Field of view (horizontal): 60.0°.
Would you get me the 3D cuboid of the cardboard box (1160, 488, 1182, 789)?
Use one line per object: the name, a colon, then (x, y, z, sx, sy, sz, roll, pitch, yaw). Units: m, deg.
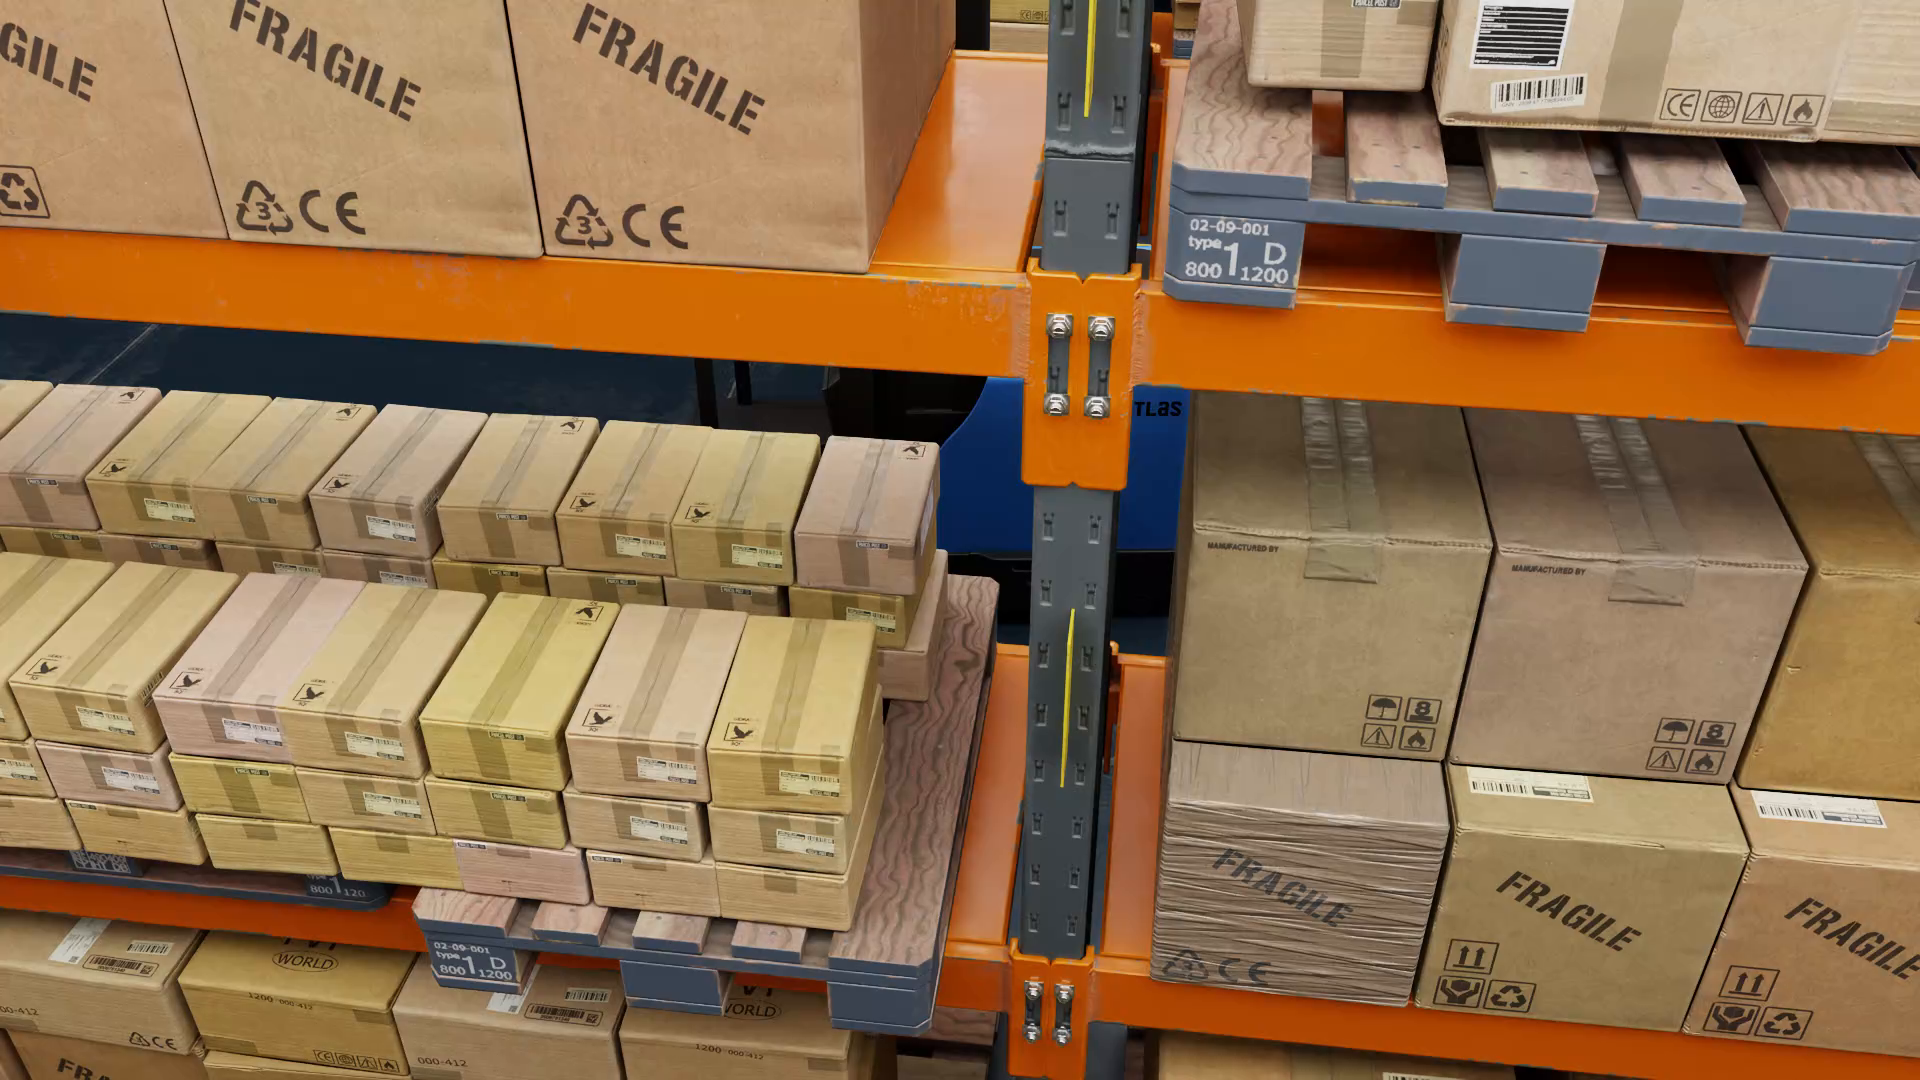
cardboard box: (0.725, 0.237, 3.750, 0.500, 0.500, 0.500, 4, 36, 6)

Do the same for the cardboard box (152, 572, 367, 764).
cardboard box: (-1.312, 0.238, 3.177, 0.250, 0.149, 0.380, 4, 36, 6)

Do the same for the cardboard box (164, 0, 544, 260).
cardboard box: (-0.852, -0.788, 2.604, 0.500, 0.500, 0.500, 4, 36, 6)

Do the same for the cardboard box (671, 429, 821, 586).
cardboard box: (-0.456, -0.076, 3.617, 0.250, 0.149, 0.380, 3, 36, 5)

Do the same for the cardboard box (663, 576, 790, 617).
cardboard box: (-0.479, 0.039, 3.712, 0.250, 0.149, 0.380, 6, 36, 8)

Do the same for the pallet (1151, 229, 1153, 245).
pallet: (1.550, -1.267, 8.343, 1.213, 0.211, 1.003, 4, 36, 6)

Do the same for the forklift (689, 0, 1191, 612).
forklift: (-0.622, -1.186, 5.889, 3.031, 2.935, 1.130, -1, 36, -1)

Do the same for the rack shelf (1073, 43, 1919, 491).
rack shelf: (2.228, -0.381, 2.739, 4.000, 0.370, 1.077, 4, 36, 6)

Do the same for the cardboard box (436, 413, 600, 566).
cardboard box: (-0.961, -0.116, 3.674, 0.250, 0.149, 0.380, 3, 36, 4)

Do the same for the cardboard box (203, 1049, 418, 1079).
cardboard box: (-1.483, 1.277, 4.168, 0.500, 0.500, 0.500, 3, 36, 4)

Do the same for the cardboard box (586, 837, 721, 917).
cardboard box: (-0.549, 0.539, 3.267, 0.250, 0.149, 0.380, 4, 36, 6)

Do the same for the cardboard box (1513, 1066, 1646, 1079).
cardboard box: (1.705, 1.304, 3.916, 0.750, 0.750, 1.050, 5, 36, 7)

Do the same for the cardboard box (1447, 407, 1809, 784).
cardboard box: (1.190, 0.027, 3.183, 0.500, 0.500, 0.700, 4, 36, 5)

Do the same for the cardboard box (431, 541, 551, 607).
cardboard box: (-0.994, 0.003, 3.763, 0.250, 0.149, 0.380, 4, 36, 6)

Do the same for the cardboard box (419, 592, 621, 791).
cardboard box: (-0.809, 0.277, 3.122, 0.250, 0.149, 0.380, 5, 36, 7)

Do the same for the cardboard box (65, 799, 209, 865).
cardboard box: (-1.575, 0.461, 3.377, 0.250, 0.149, 0.380, 5, 36, 7)

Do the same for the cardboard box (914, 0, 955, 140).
cardboard box: (-0.288, -1.058, 2.982, 0.500, 0.500, 0.500, 4, 36, 6)

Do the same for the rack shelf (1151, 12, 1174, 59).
rack shelf: (2.758, -2.020, 7.617, 4.000, 0.370, 1.077, 4, 36, 6)

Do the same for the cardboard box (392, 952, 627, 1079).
cardboard box: (-0.970, 1.010, 3.898, 0.500, 0.250, 0.500, 5, 36, 7)

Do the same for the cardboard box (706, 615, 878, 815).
cardboard box: (-0.300, 0.316, 3.067, 0.250, 0.149, 0.380, 3, 36, 4)

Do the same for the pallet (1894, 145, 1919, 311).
pallet: (1.999, -0.647, 2.655, 1.213, 0.211, 1.003, 6, 36, 8)

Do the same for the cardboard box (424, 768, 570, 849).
cardboard box: (-0.830, 0.398, 3.208, 0.250, 0.149, 0.380, 5, 36, 7)

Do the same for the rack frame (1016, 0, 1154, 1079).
rack frame: (0.245, 0.399, 3.609, 0.127, 3.000, 1.000, 4, 36, 6)

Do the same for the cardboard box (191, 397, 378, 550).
cardboard box: (-1.493, -0.154, 3.726, 0.250, 0.149, 0.380, 5, 36, 7)

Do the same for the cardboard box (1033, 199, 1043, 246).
cardboard box: (0.100, -1.866, 8.249, 0.875, 0.875, 0.875, 4, 36, 6)

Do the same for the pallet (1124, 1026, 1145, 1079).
pallet: (1.017, 1.636, 4.276, 1.213, 0.211, 1.003, 4, 36, 6)

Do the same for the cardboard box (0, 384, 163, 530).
cardboard box: (-2.007, -0.194, 3.782, 0.250, 0.149, 0.380, 3, 36, 4)

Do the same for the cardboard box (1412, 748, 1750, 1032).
cardboard box: (1.160, 0.583, 3.265, 0.500, 0.500, 0.500, 4, 36, 6)

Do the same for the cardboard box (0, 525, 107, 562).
cardboard box: (-1.995, -0.075, 3.872, 0.250, 0.149, 0.380, 4, 36, 6)

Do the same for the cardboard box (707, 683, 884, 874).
cardboard box: (-0.303, 0.435, 3.157, 0.250, 0.149, 0.380, 5, 36, 7)

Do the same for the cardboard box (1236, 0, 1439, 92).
cardboard box: (0.555, -0.814, 2.495, 0.250, 0.149, 0.380, 3, 36, 4)

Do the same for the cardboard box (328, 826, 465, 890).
cardboard box: (-1.051, 0.500, 3.322, 0.250, 0.149, 0.380, 4, 36, 5)

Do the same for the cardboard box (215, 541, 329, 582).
cardboard box: (-1.487, -0.036, 3.818, 0.250, 0.149, 0.380, 4, 36, 6)

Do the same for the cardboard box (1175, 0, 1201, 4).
cardboard box: (1.192, -2.627, 7.144, 0.500, 0.500, 0.500, 3, 36, 5)

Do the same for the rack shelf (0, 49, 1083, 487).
rack shelf: (-1.739, -0.677, 3.154, 4.000, 0.370, 1.077, 4, 36, 6)

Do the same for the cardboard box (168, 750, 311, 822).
cardboard box: (-1.324, 0.360, 3.262, 0.250, 0.149, 0.380, 4, 36, 6)

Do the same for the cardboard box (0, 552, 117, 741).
cardboard box: (-1.840, 0.200, 3.231, 0.250, 0.149, 0.380, 5, 36, 7)

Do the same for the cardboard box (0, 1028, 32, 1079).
cardboard box: (-2.499, 1.195, 4.283, 0.500, 0.500, 0.500, 6, 36, 8)

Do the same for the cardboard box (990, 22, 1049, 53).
cardboard box: (0.240, -2.287, 7.502, 0.500, 0.250, 0.500, 3, 36, 4)

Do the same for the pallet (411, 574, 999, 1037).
pallet: (-0.476, 0.486, 3.652, 1.003, 0.211, 1.213, 4, 36, 6)

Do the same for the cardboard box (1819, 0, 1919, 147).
cardboard box: (1.431, -0.755, 2.325, 0.500, 0.250, 0.500, 5, 36, 7)

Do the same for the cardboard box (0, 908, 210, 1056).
cardboard box: (-1.990, 0.930, 4.010, 0.500, 0.250, 0.500, 6, 36, 8)

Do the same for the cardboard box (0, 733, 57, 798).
cardboard box: (-1.839, 0.322, 3.315, 0.250, 0.149, 0.380, 4, 36, 5)

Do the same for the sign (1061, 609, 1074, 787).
sign: (0.185, 0.273, 2.856, 0.005, 0.325, 0.100, 4, 36, 6)
